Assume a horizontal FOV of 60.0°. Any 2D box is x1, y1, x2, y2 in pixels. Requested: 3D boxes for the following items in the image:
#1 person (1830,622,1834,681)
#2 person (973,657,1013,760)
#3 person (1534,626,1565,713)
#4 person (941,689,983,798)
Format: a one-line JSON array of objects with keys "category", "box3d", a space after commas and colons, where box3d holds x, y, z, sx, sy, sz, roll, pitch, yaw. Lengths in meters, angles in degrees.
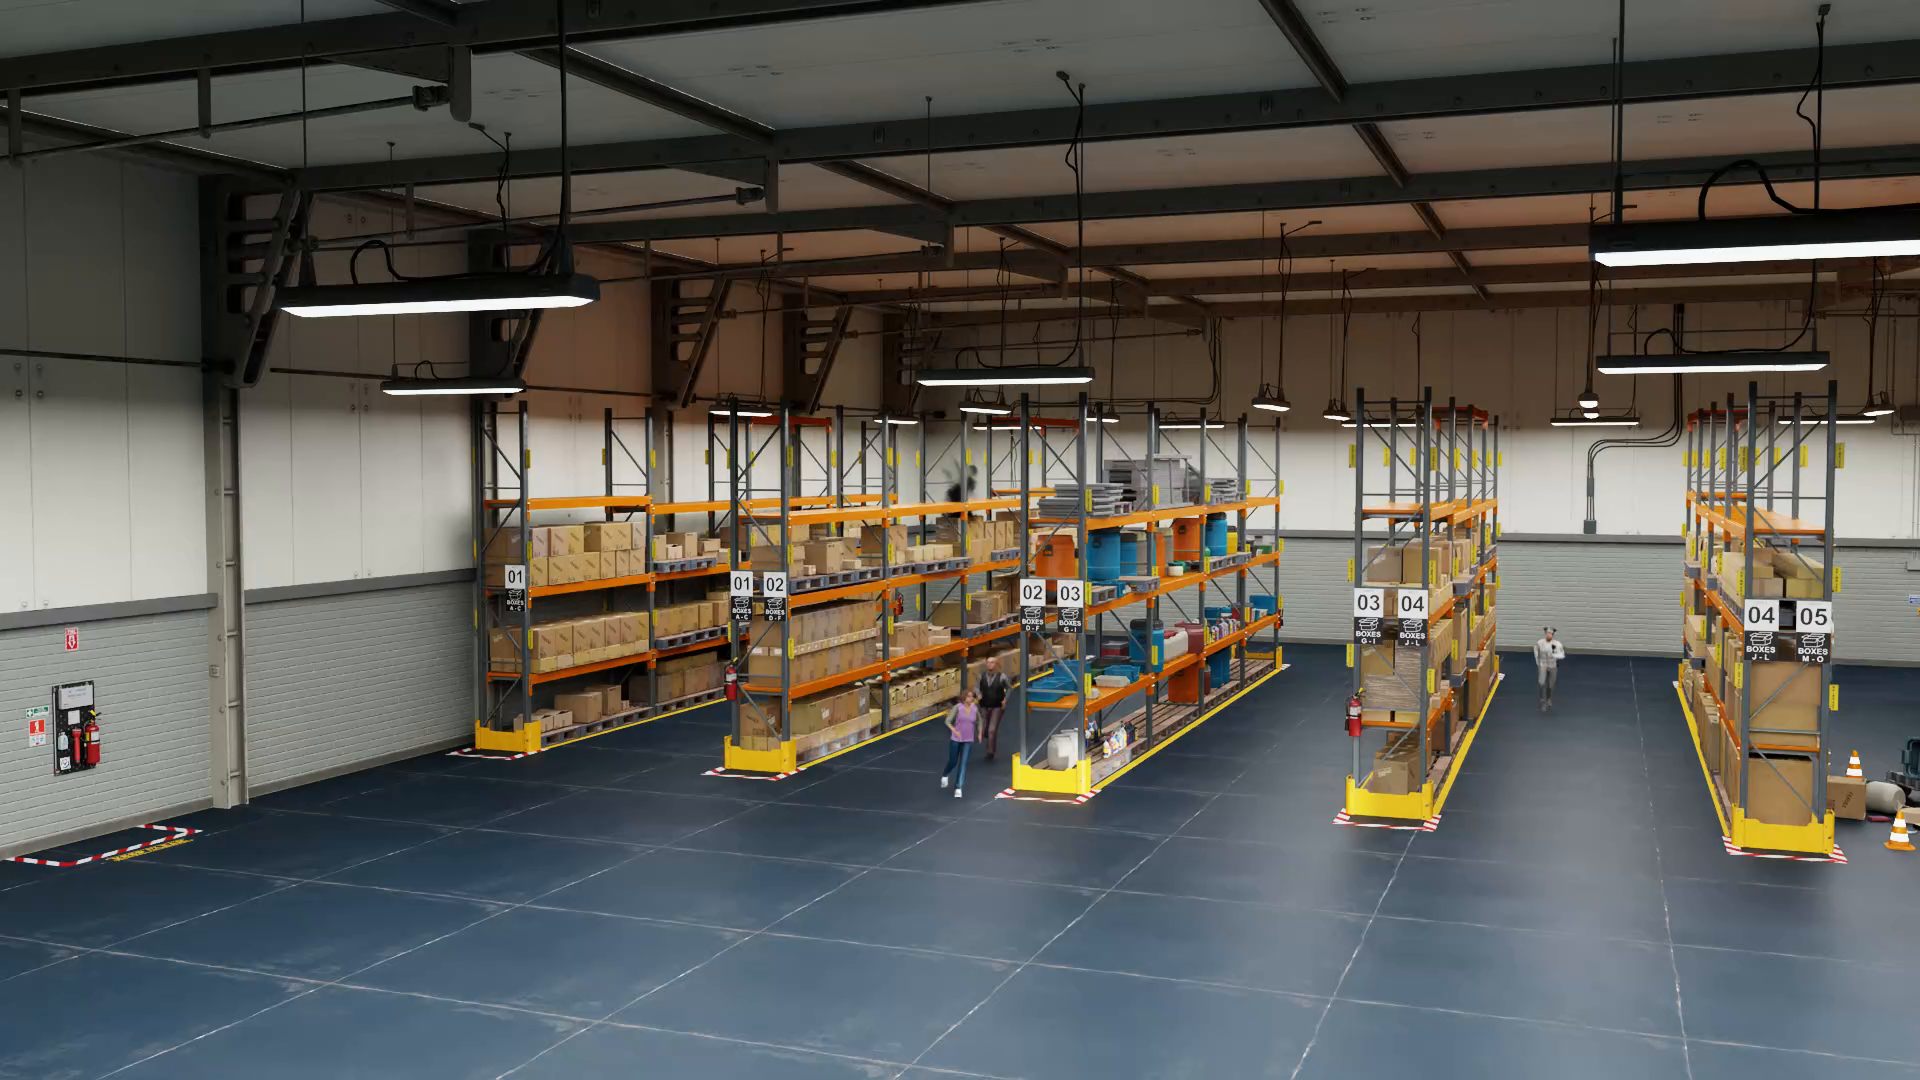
[{"category": "person", "box3d": [19.427, 2.366, 37.517, 0.536, 1.626, 0.603, 0, 3, 2]}, {"category": "person", "box3d": [0.539, 2.801, 27.823, 0.664, 1.687, 0.720, 1, 3, 15]}, {"category": "person", "box3d": [11.727, 2.568, 33.049, 0.540, 1.740, 0.780, 1, 3, 20]}, {"category": "person", "box3d": [0.067, 3.001, 24.817, 0.608, 1.560, 0.794, -1, 3, -12]}]
